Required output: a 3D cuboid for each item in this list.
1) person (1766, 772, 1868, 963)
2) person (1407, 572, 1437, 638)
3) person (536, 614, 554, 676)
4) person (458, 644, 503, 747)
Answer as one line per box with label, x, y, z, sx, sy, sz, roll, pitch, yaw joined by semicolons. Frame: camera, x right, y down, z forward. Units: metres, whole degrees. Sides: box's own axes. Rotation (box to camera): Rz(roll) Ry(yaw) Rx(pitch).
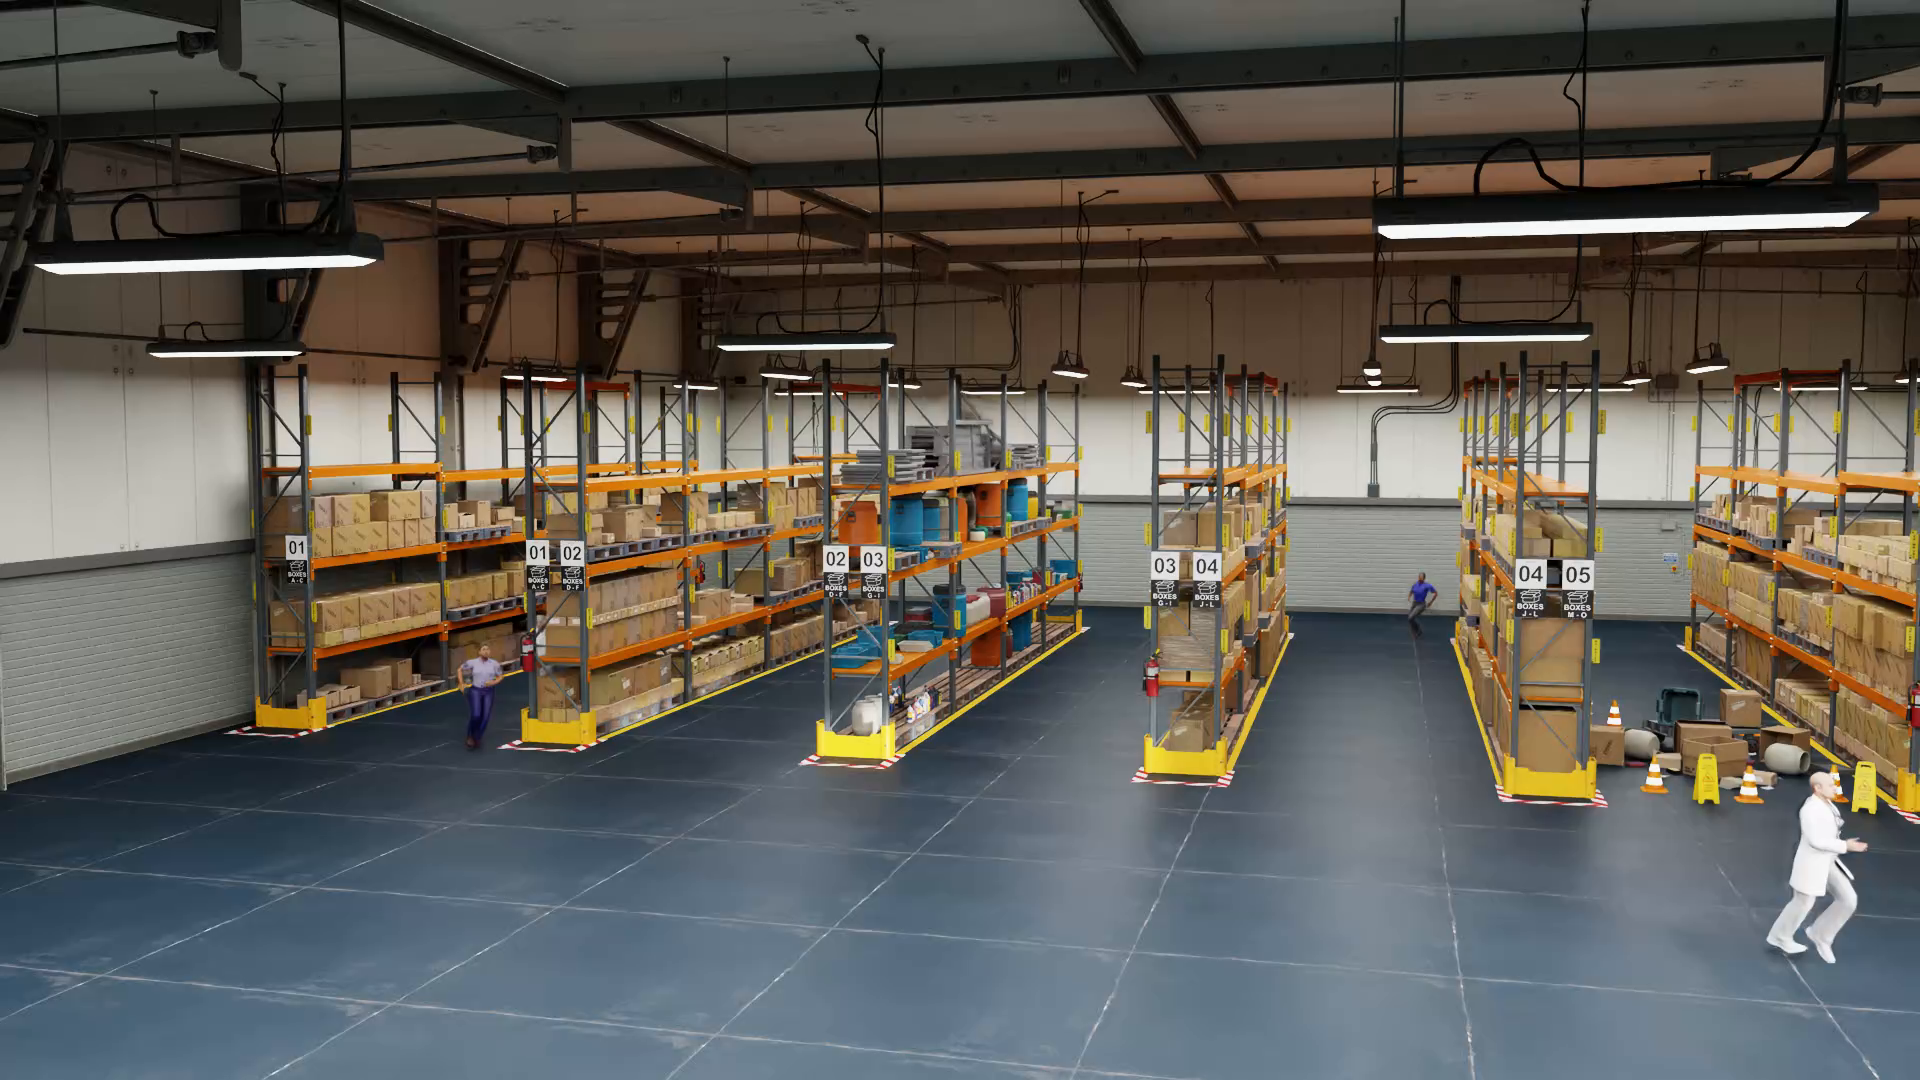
person;8.003;3.054;15.498;0.668;1.808;0.877;-3;5;-39
person;10.779;1.541;39.020;0.637;1.556;0.737;-2;4;-28
person;-7.221;2.159;28.777;0.663;1.768;0.816;1;4;9
person;-7.424;2.416;25.876;0.624;1.598;0.588;-3;5;-33
